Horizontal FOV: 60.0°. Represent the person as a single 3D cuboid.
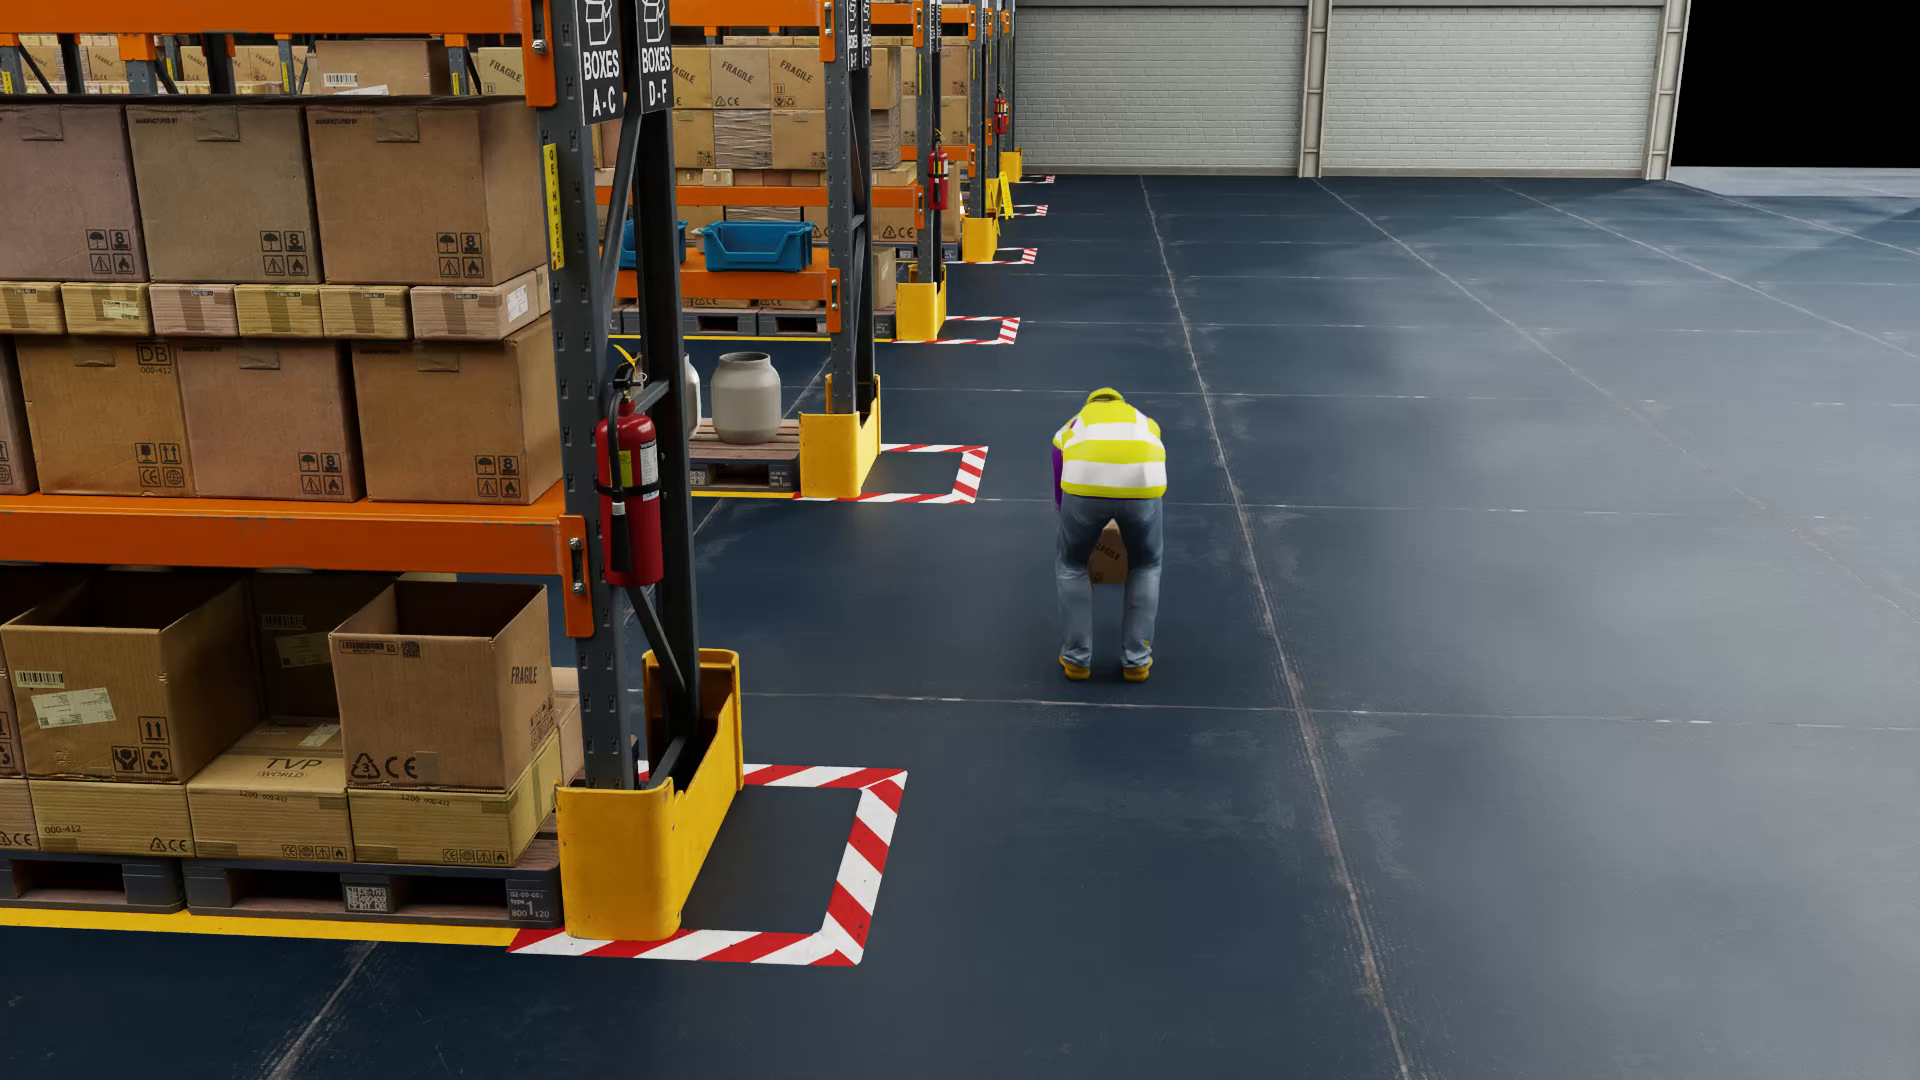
[{"bbox_3d":[0.632,-0.043,7.221,0.477,1.119,0.979,1,17,2],"label":"person"}]
